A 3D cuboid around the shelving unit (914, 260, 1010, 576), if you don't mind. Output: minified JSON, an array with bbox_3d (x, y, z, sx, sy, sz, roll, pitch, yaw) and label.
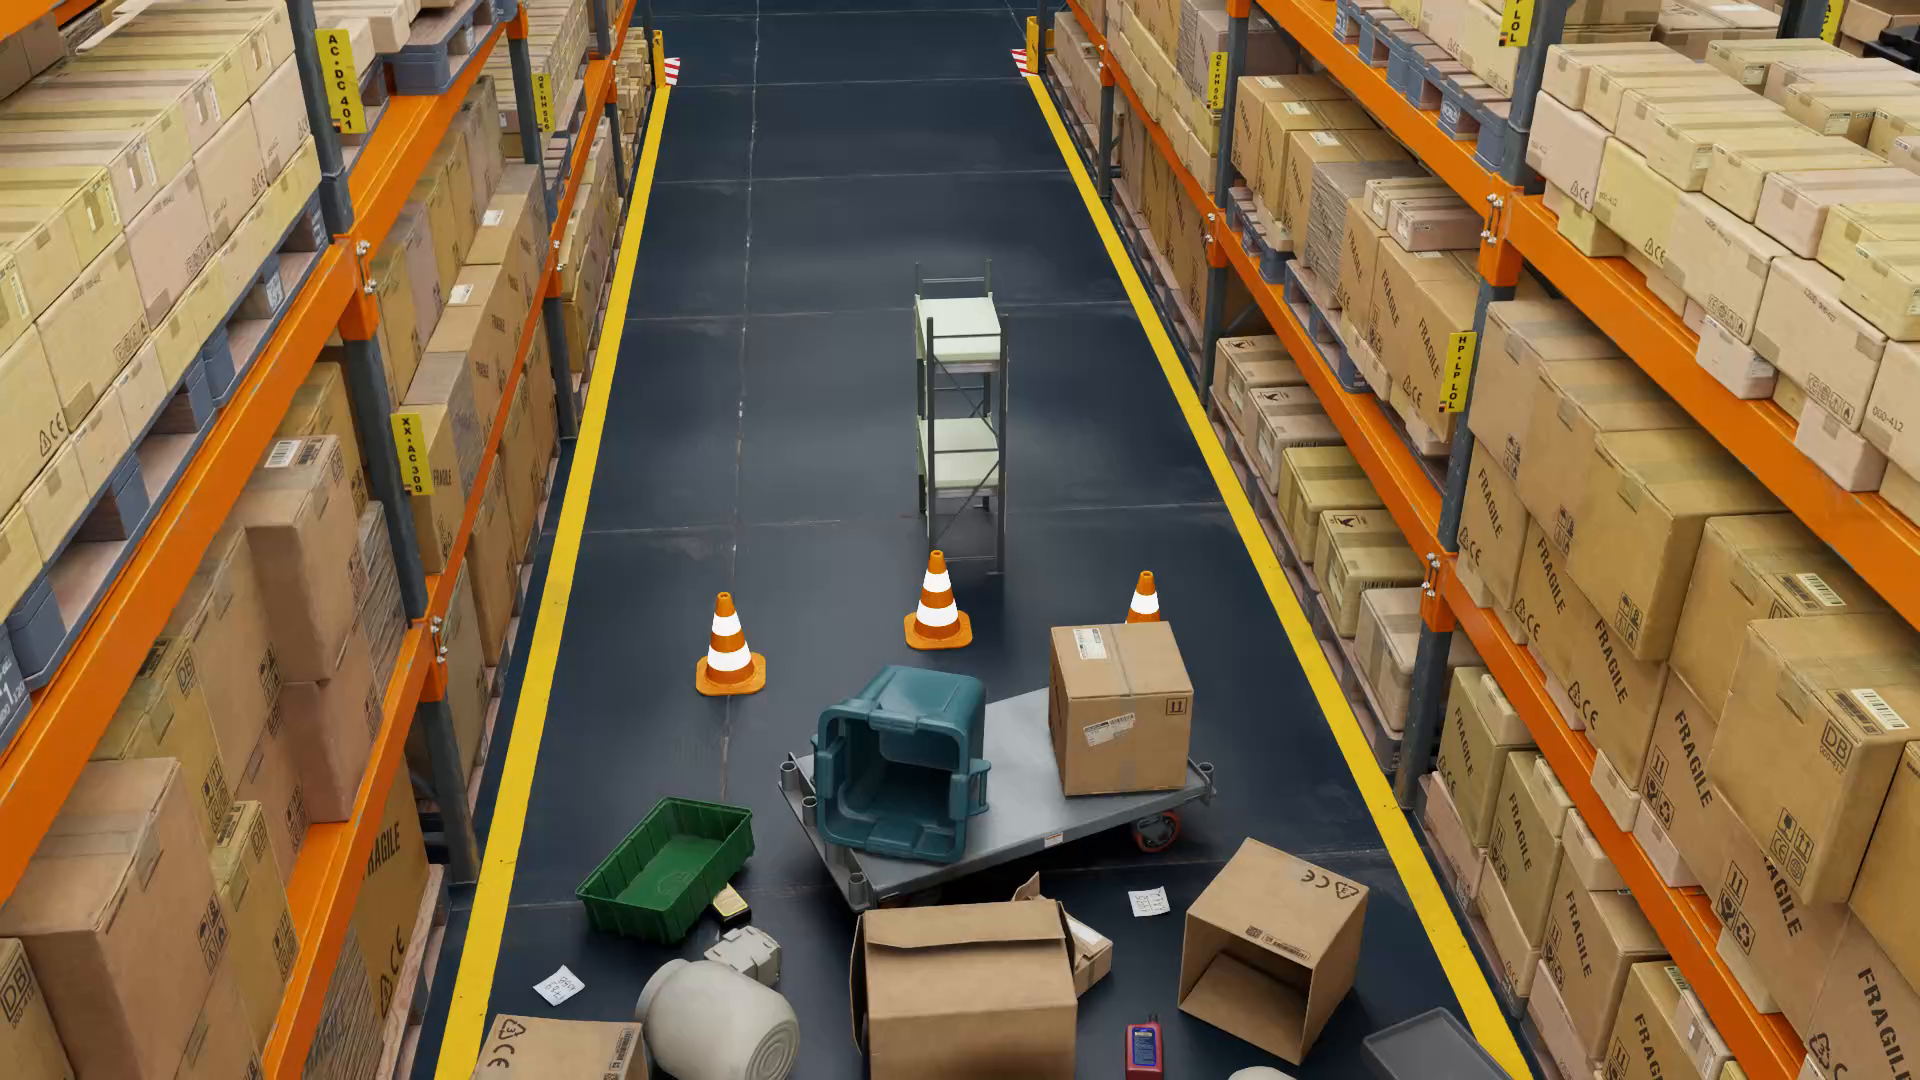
[{"bbox_3d":[0.001,-0.640,8.860,0.431,1.500,0.755,-3,31,-5],"label":"shelving unit"}]

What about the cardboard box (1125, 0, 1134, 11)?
[{"bbox_3d":[1.503,-4.218,12.314,0.500,0.500,0.500,-3,31,-5],"label":"cardboard box"}]

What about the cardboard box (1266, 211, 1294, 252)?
[{"bbox_3d":[1.869,-1.669,8.955,0.380,0.149,0.250,-3,31,-4],"label":"cardboard box"}]

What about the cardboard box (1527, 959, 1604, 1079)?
[{"bbox_3d":[2.320,1.699,5.753,0.500,0.250,0.500,-3,31,-5],"label":"cardboard box"}]

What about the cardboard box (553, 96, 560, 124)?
[{"bbox_3d":[-2.818,-2.771,10.799,0.380,0.149,0.250,-2,31,-3],"label":"cardboard box"}]

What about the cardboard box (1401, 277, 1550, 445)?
[{"bbox_3d":[2.148,-0.734,6.757,0.500,0.500,0.500,-3,31,-6],"label":"cardboard box"}]

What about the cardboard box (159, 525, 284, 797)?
[{"bbox_3d":[-2.418,0.350,4.540,0.875,0.550,0.550,-3,31,-5],"label":"cardboard box"}]

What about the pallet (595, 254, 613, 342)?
[{"bbox_3d":[-3.055,-1.735,11.949,1.003,0.211,1.213,-3,31,-5],"label":"pallet"}]

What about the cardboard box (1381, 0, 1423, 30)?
[{"bbox_3d":[2.132,-2.372,7.108,0.500,0.250,0.500,-2,31,-4],"label":"cardboard box"}]

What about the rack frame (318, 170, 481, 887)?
[{"bbox_3d":[-2.499,0.130,6.107,1.000,3.000,0.127,-3,31,-5],"label":"rack frame"}]

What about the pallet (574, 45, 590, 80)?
[{"bbox_3d":[-3.320,-3.475,12.329,1.003,0.211,1.213,-3,31,-5],"label":"pallet"}]

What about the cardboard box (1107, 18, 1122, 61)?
[{"bbox_3d":[1.451,-3.941,13.069,0.500,0.250,0.500,-3,31,-6],"label":"cardboard box"}]

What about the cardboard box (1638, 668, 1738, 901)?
[{"bbox_3d":[2.355,0.678,4.802,0.500,0.500,0.500,-2,31,-4],"label":"cardboard box"}]

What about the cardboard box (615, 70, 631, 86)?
[{"bbox_3d":[-3.193,-4.151,15.065,0.380,0.149,0.250,-3,31,-4],"label":"cardboard box"}]

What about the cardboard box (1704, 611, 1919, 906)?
[{"bbox_3d":[2.339,0.519,4.093,0.700,0.500,0.500,-3,31,-5],"label":"cardboard box"}]

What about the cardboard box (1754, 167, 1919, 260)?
[{"bbox_3d":[2.301,-0.842,4.277,0.380,0.149,0.250,-3,31,-5],"label":"cardboard box"}]

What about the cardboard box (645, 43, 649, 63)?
[{"bbox_3d":[-3.287,-4.825,16.483,0.380,0.149,0.250,-4,31,-6],"label":"cardboard box"}]

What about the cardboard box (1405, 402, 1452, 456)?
[{"bbox_3d":[2.097,-0.480,6.965,0.380,0.149,0.250,-2,31,-4],"label":"cardboard box"}]

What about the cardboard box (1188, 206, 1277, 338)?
[{"bbox_3d":[2.065,-1.825,11.043,0.875,0.875,0.875,-3,31,-5],"label":"cardboard box"}]

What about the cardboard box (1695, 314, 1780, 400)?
[{"bbox_3d":[2.238,-0.505,4.490,0.380,0.149,0.250,-3,31,-6],"label":"cardboard box"}]

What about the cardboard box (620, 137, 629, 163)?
[{"bbox_3d":[-2.962,-3.239,13.828,0.380,0.149,0.250,-1,31,-2],"label":"cardboard box"}]

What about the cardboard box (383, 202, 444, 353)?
[{"bbox_3d":[-2.648,-1.116,7.120,0.700,0.500,0.500,-3,31,-4],"label":"cardboard box"}]

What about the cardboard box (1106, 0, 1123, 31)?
[{"bbox_3d":[1.433,-4.155,12.940,0.500,0.250,0.500,-4,31,-6],"label":"cardboard box"}]

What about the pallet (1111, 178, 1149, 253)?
[{"bbox_3d":[1.820,-2.655,13.490,1.003,0.211,1.213,-3,31,-5],"label":"pallet"}]

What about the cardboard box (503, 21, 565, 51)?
[{"bbox_3d":[-2.893,-3.421,11.307,0.380,0.149,0.250,-4,31,-7],"label":"cardboard box"}]

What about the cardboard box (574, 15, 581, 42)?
[{"bbox_3d":[-2.966,-3.699,12.064,0.380,0.149,0.250,-1,31,-2],"label":"cardboard box"}]

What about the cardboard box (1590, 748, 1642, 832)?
[{"bbox_3d":[2.240,0.779,5.266,0.380,0.149,0.250,-3,31,-4],"label":"cardboard box"}]

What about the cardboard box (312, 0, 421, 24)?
[{"bbox_3d":[-2.463,-2.289,6.855,0.396,0.266,0.258,-3,31,-5],"label":"cardboard box"}]

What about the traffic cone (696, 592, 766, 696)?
[{"bbox_3d":[-1.121,0.462,8.025,0.336,0.463,0.334,-3,31,-5],"label":"traffic cone"}]

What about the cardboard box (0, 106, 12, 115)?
[{"bbox_3d":[-2.683,-0.923,4.295,0.500,0.250,0.500,-3,31,-5],"label":"cardboard box"}]

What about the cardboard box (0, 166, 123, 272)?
[{"bbox_3d":[-2.005,-0.668,3.479,0.380,0.149,0.250,-2,31,-4],"label":"cardboard box"}]

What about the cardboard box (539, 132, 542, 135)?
[{"bbox_3d":[-2.745,-2.507,10.067,0.380,0.149,0.250,-1,31,-2],"label":"cardboard box"}]

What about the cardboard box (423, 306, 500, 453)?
[{"bbox_3d":[-2.372,-0.707,7.411,0.500,0.500,0.500,-3,31,-5],"label":"cardboard box"}]

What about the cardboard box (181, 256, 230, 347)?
[{"bbox_3d":[-2.051,-0.584,4.115,0.380,0.149,0.250,-2,31,-4],"label":"cardboard box"}]

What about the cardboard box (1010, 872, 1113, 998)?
[{"bbox_3d":[0.359,1.534,6.423,0.396,0.266,0.258,27,40,37],"label":"cardboard box"}]

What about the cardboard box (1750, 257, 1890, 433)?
[{"bbox_3d":[2.329,-0.495,4.085,0.500,0.250,0.500,-2,31,-4],"label":"cardboard box"}]

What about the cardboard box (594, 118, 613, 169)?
[{"bbox_3d":[-2.925,-3.015,12.670,0.500,0.250,0.500,-4,31,-6],"label":"cardboard box"}]

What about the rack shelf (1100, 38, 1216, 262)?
[{"bbox_3d":[1.859,-2.913,11.903,1.077,0.370,4.000,-3,31,-5],"label":"rack shelf"}]

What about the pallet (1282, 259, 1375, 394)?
[{"bbox_3d":[2.272,-1.110,8.370,1.003,0.211,1.213,-3,31,-5],"label":"pallet"}]

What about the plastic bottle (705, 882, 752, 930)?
[{"bbox_3d":[-0.970,1.460,6.745,0.133,0.061,0.283,-20,36,-30],"label":"plastic bottle"}]

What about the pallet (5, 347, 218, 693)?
[{"bbox_3d":[-2.322,-0.080,3.620,1.003,0.211,1.213,-3,31,-5],"label":"pallet"}]

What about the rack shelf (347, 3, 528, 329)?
[{"bbox_3d":[-2.686,-1.870,7.232,1.077,0.370,4.000,-3,31,-5],"label":"rack shelf"}]

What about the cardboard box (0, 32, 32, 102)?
[{"bbox_3d":[-2.778,-1.283,4.508,0.380,0.149,0.250,-3,31,-5],"label":"cardboard box"}]

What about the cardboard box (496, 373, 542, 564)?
[{"bbox_3d":[-2.820,-0.365,8.720,1.050,0.750,0.750,-2,31,-4],"label":"cardboard box"}]

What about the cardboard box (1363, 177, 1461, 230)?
[{"bbox_3d":[2.026,-1.503,7.411,0.380,0.149,0.250,-4,31,-7],"label":"cardboard box"}]

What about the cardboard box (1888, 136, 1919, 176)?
[{"bbox_3d":[2.780,-0.998,4.538,0.380,0.149,0.250,-3,31,-6],"label":"cardboard box"}]

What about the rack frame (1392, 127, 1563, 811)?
[{"bbox_3d":[2.420,-0.159,6.590,1.000,3.000,0.127,-3,31,-5],"label":"rack frame"}]

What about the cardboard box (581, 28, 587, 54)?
[{"bbox_3d":[-2.987,-3.701,12.356,0.380,0.149,0.250,-3,31,-4],"label":"cardboard box"}]

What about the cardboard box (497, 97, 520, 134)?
[{"bbox_3d":[-2.723,-2.487,9.744,0.380,0.149,0.250,-3,31,-5],"label":"cardboard box"}]

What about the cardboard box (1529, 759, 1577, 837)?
[{"bbox_3d":[2.208,0.884,5.752,0.380,0.149,0.250,-2,31,-3],"label":"cardboard box"}]

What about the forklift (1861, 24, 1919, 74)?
[{"bbox_3d":[4.689,-0.805,7.740,1.130,2.935,3.031,-3,31,-4],"label":"forklift"}]

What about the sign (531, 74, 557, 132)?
[{"bbox_3d":[-2.320,-2.437,9.276,0.100,0.325,0.005,-3,31,-5],"label":"sign"}]

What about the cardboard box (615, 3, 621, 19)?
[{"bbox_3d":[-3.100,-4.540,14.170,0.380,0.149,0.250,-2,31,-4],"label":"cardboard box"}]

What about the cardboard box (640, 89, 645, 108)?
[{"bbox_3d":[-3.177,-4.176,15.687,0.380,0.149,0.250,-4,31,-7],"label":"cardboard box"}]

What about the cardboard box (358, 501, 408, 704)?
[{"bbox_3d":[-2.452,0.254,5.754,0.875,0.550,0.550,-3,31,-5],"label":"cardboard box"}]

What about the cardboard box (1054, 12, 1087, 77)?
[{"bbox_3d":[1.460,-5.033,16.841,0.875,0.438,0.875,-4,31,-6],"label":"cardboard box"}]
